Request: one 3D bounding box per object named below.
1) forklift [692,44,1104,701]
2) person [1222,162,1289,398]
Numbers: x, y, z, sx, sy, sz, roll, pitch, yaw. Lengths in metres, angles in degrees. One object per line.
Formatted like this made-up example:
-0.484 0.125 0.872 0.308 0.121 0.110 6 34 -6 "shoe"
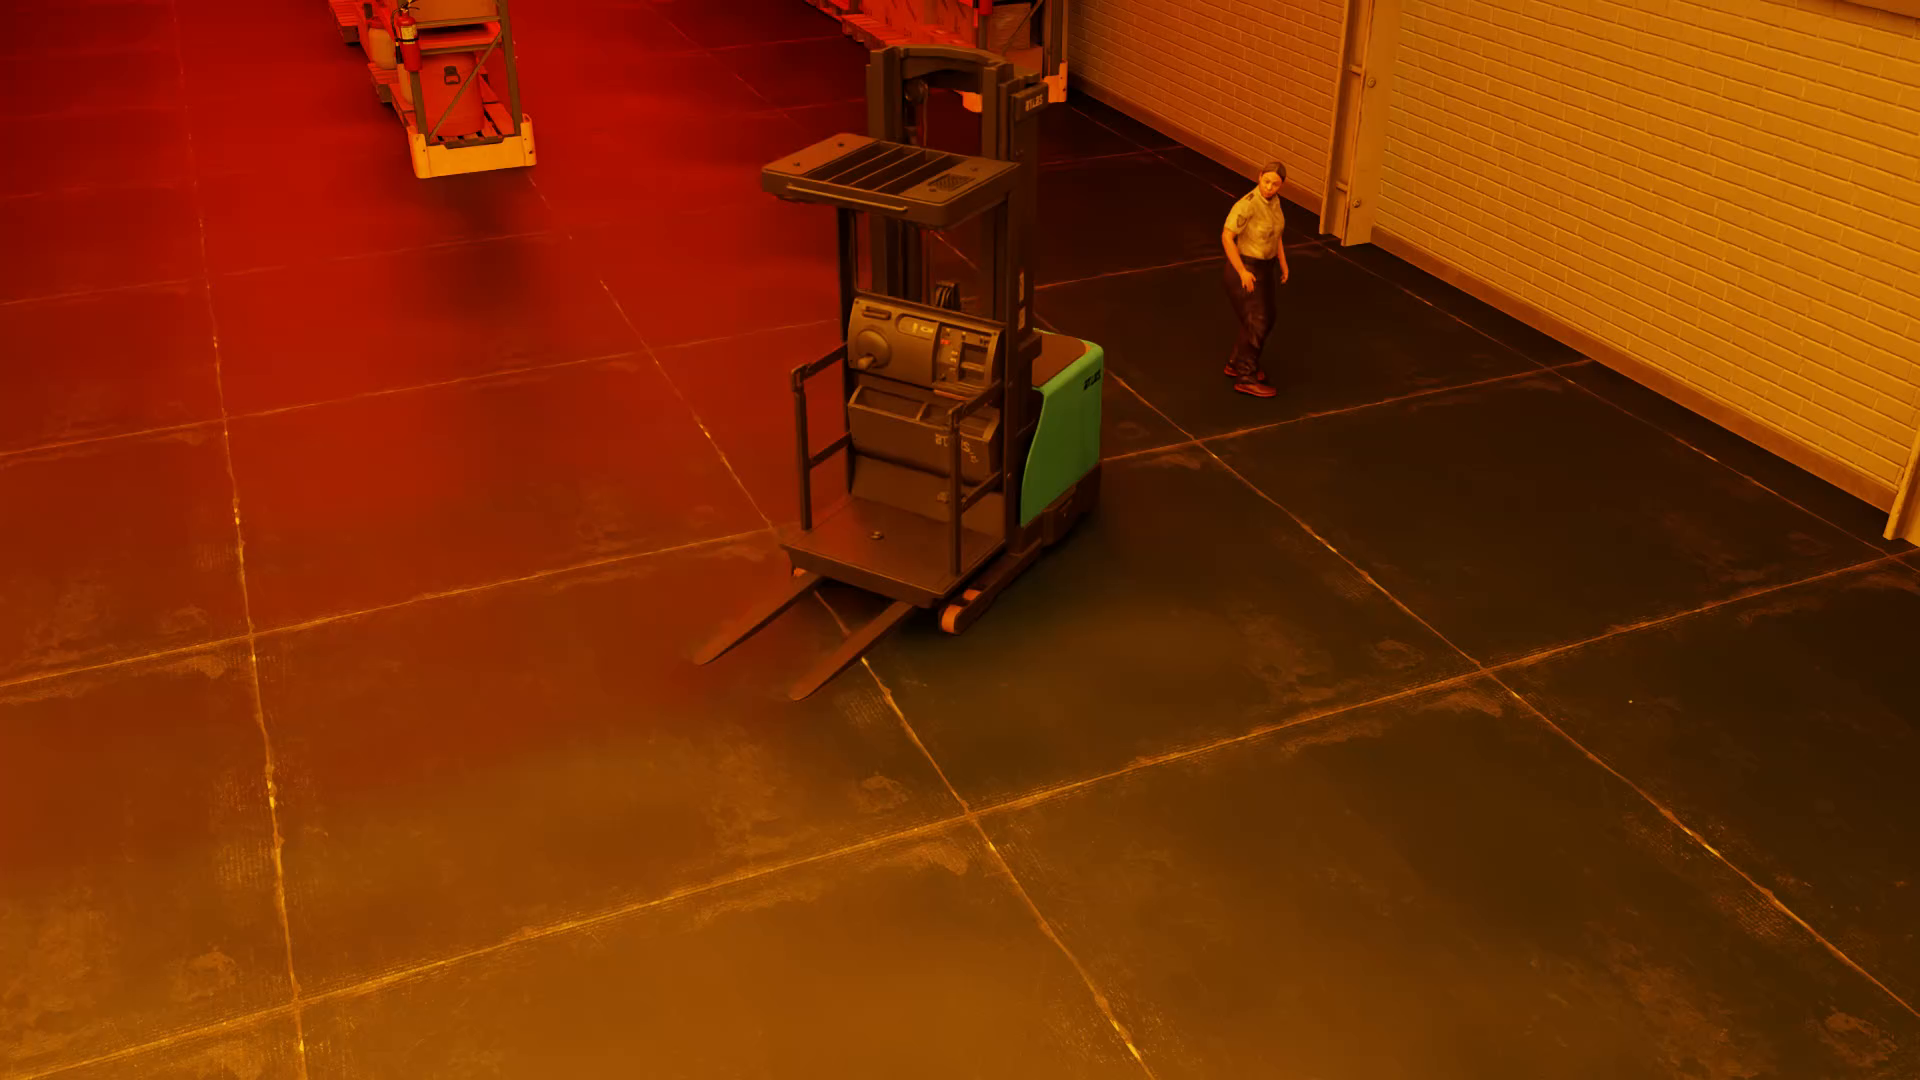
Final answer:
-0.312 -1.012 8.889 1.130 2.935 3.031 17 34 27 "forklift"
2.131 -1.848 11.685 0.485 1.617 0.675 17 34 27 "person"
